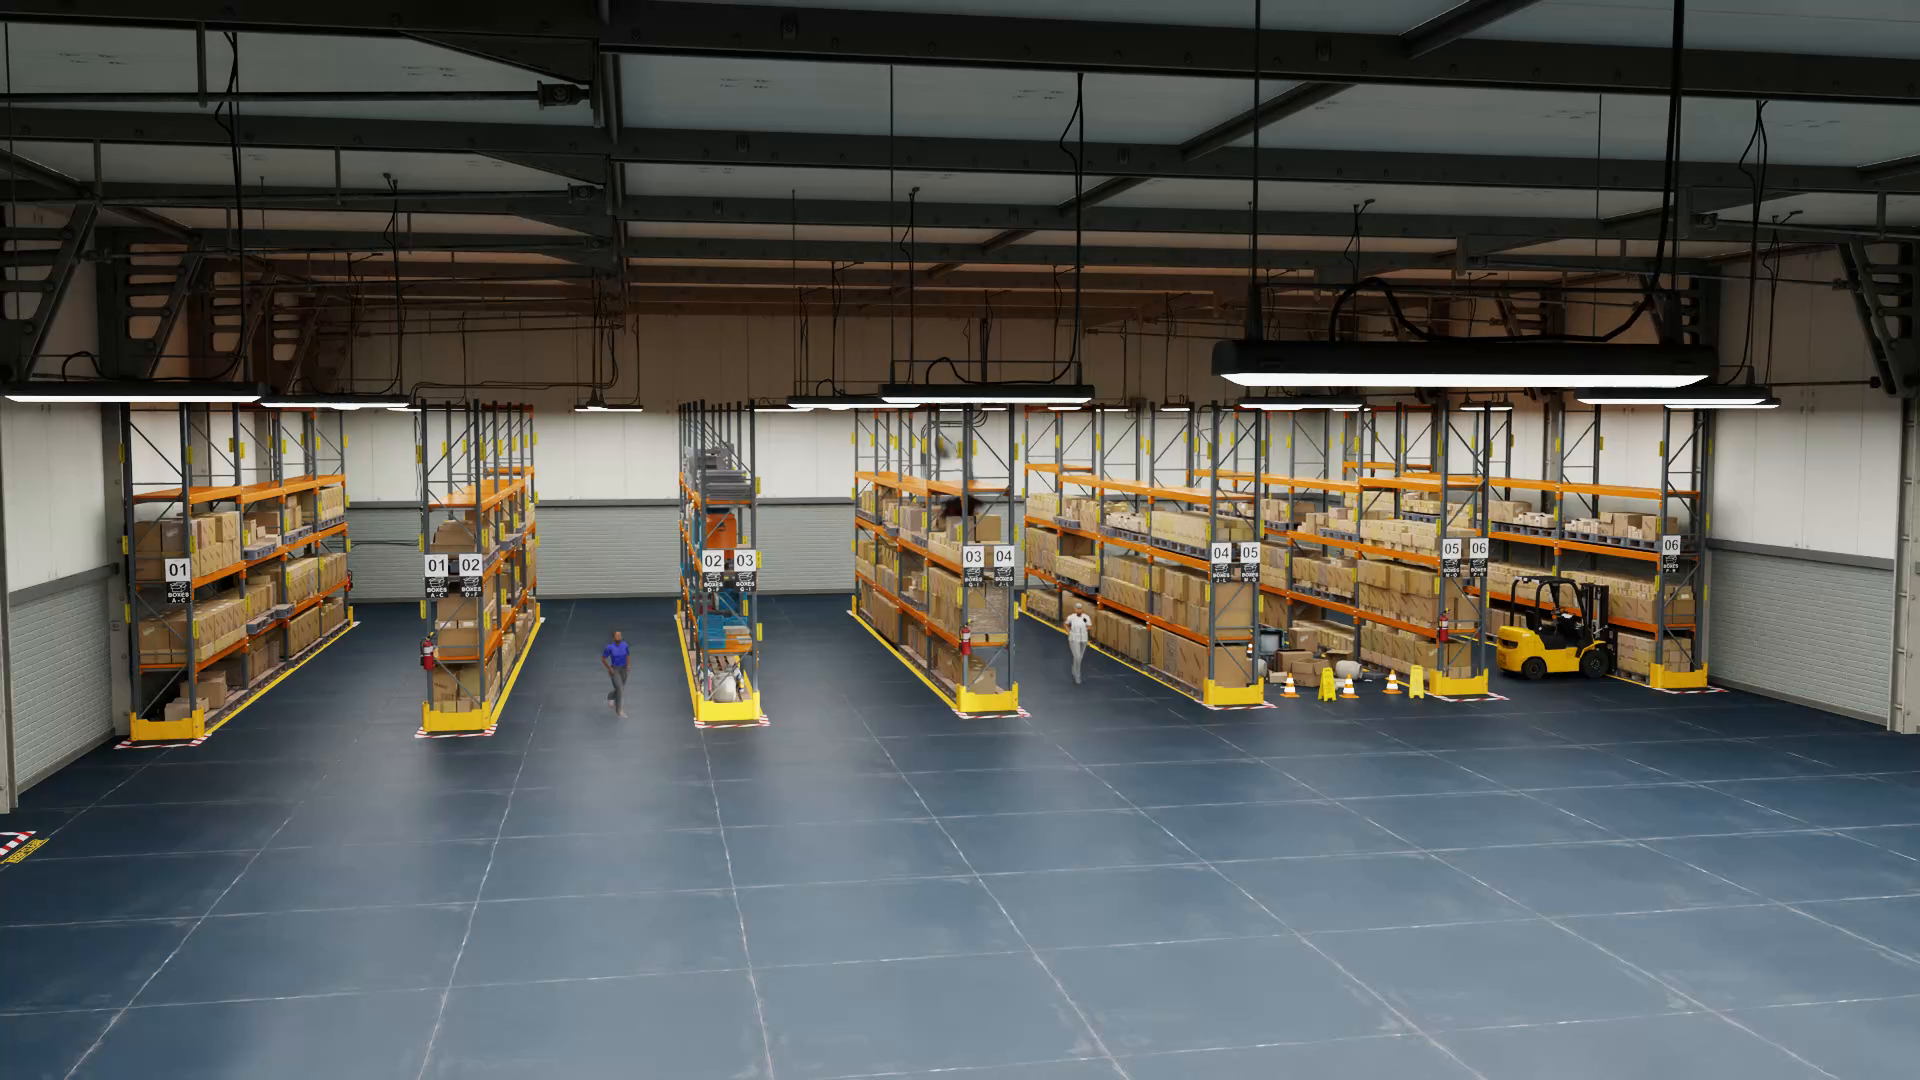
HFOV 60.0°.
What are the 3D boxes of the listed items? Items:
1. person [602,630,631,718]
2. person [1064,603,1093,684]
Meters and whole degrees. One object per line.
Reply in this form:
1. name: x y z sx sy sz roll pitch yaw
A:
1. person: -6.562 2.531 31.663 0.576 1.666 0.730 -4 6 -41
2. person: 2.561 2.209 35.757 0.578 1.729 0.784 -1 4 -15
